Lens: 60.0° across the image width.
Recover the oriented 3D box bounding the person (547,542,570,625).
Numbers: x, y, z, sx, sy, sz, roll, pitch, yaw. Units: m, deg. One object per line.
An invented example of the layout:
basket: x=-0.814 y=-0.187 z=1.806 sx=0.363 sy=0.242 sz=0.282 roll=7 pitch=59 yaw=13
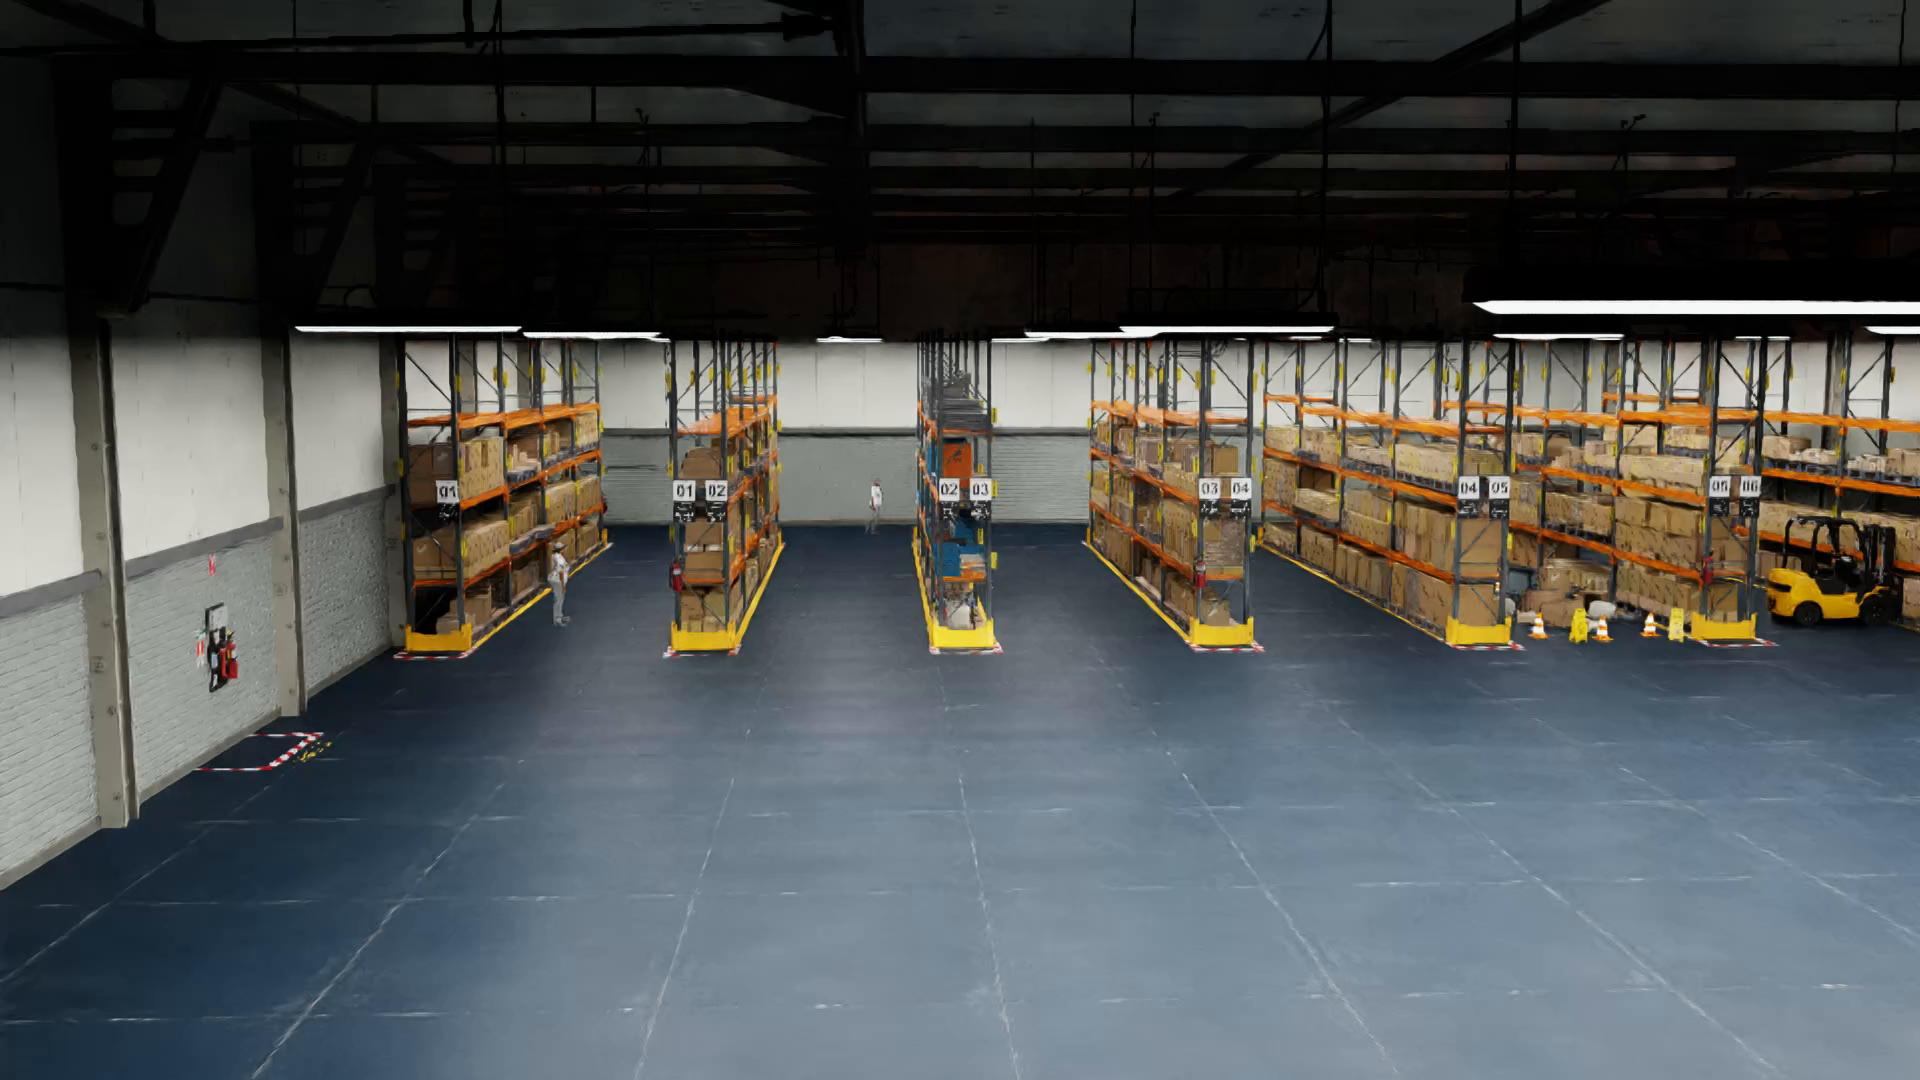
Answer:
person: x=-8.166 y=0.882 z=34.016 sx=0.444 sy=1.673 sz=0.578 roll=-4 pitch=8 yaw=-30

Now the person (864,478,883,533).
person: x=-2.626 y=-1.042 z=50.366 sx=0.457 sy=1.654 sz=0.626 roll=4 pitch=8 yaw=30
